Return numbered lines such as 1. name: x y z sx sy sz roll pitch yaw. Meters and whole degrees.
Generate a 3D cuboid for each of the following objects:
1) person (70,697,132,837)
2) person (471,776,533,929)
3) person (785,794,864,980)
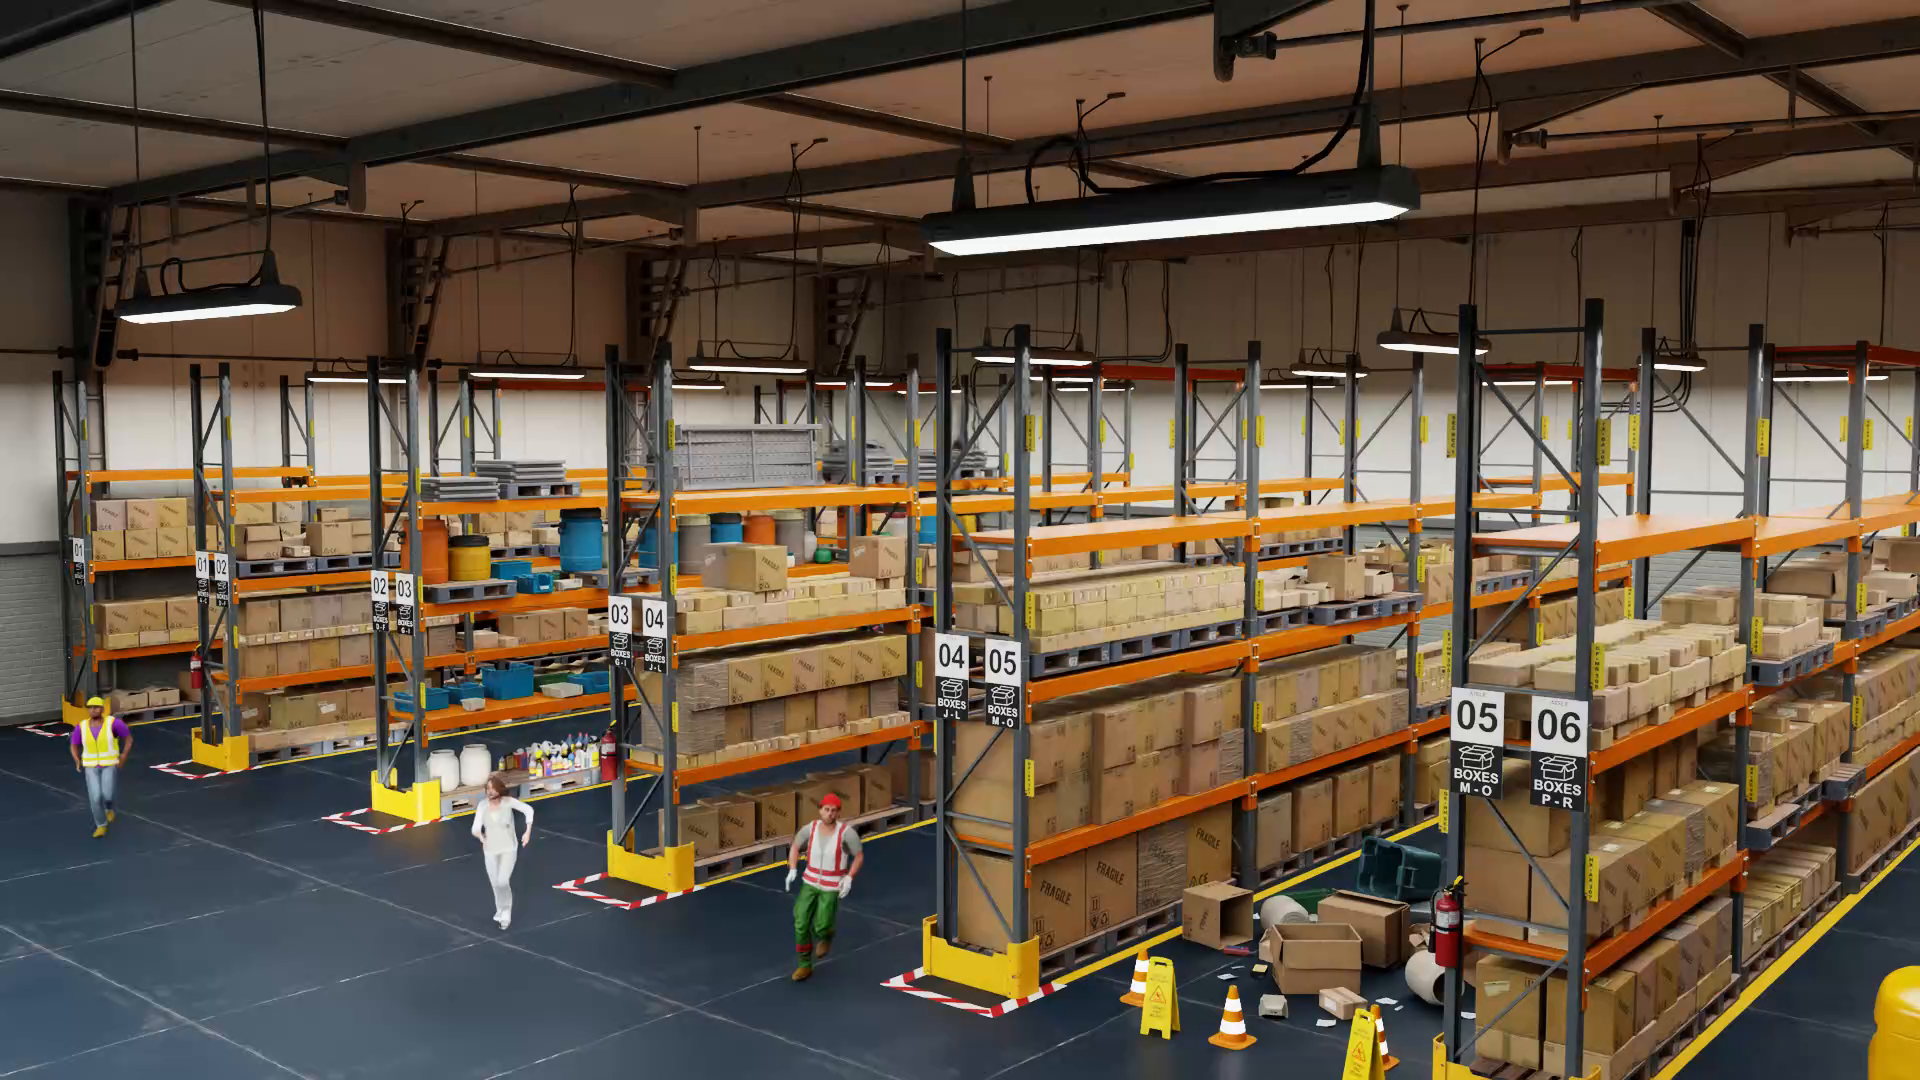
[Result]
1. person: -10.720 2.811 20.746 0.698 1.729 0.546 -1 4 -18
2. person: -4.623 3.146 16.773 0.551 1.552 0.789 0 4 3
3. person: -1.254 3.203 15.451 0.703 1.720 0.573 1 4 14
